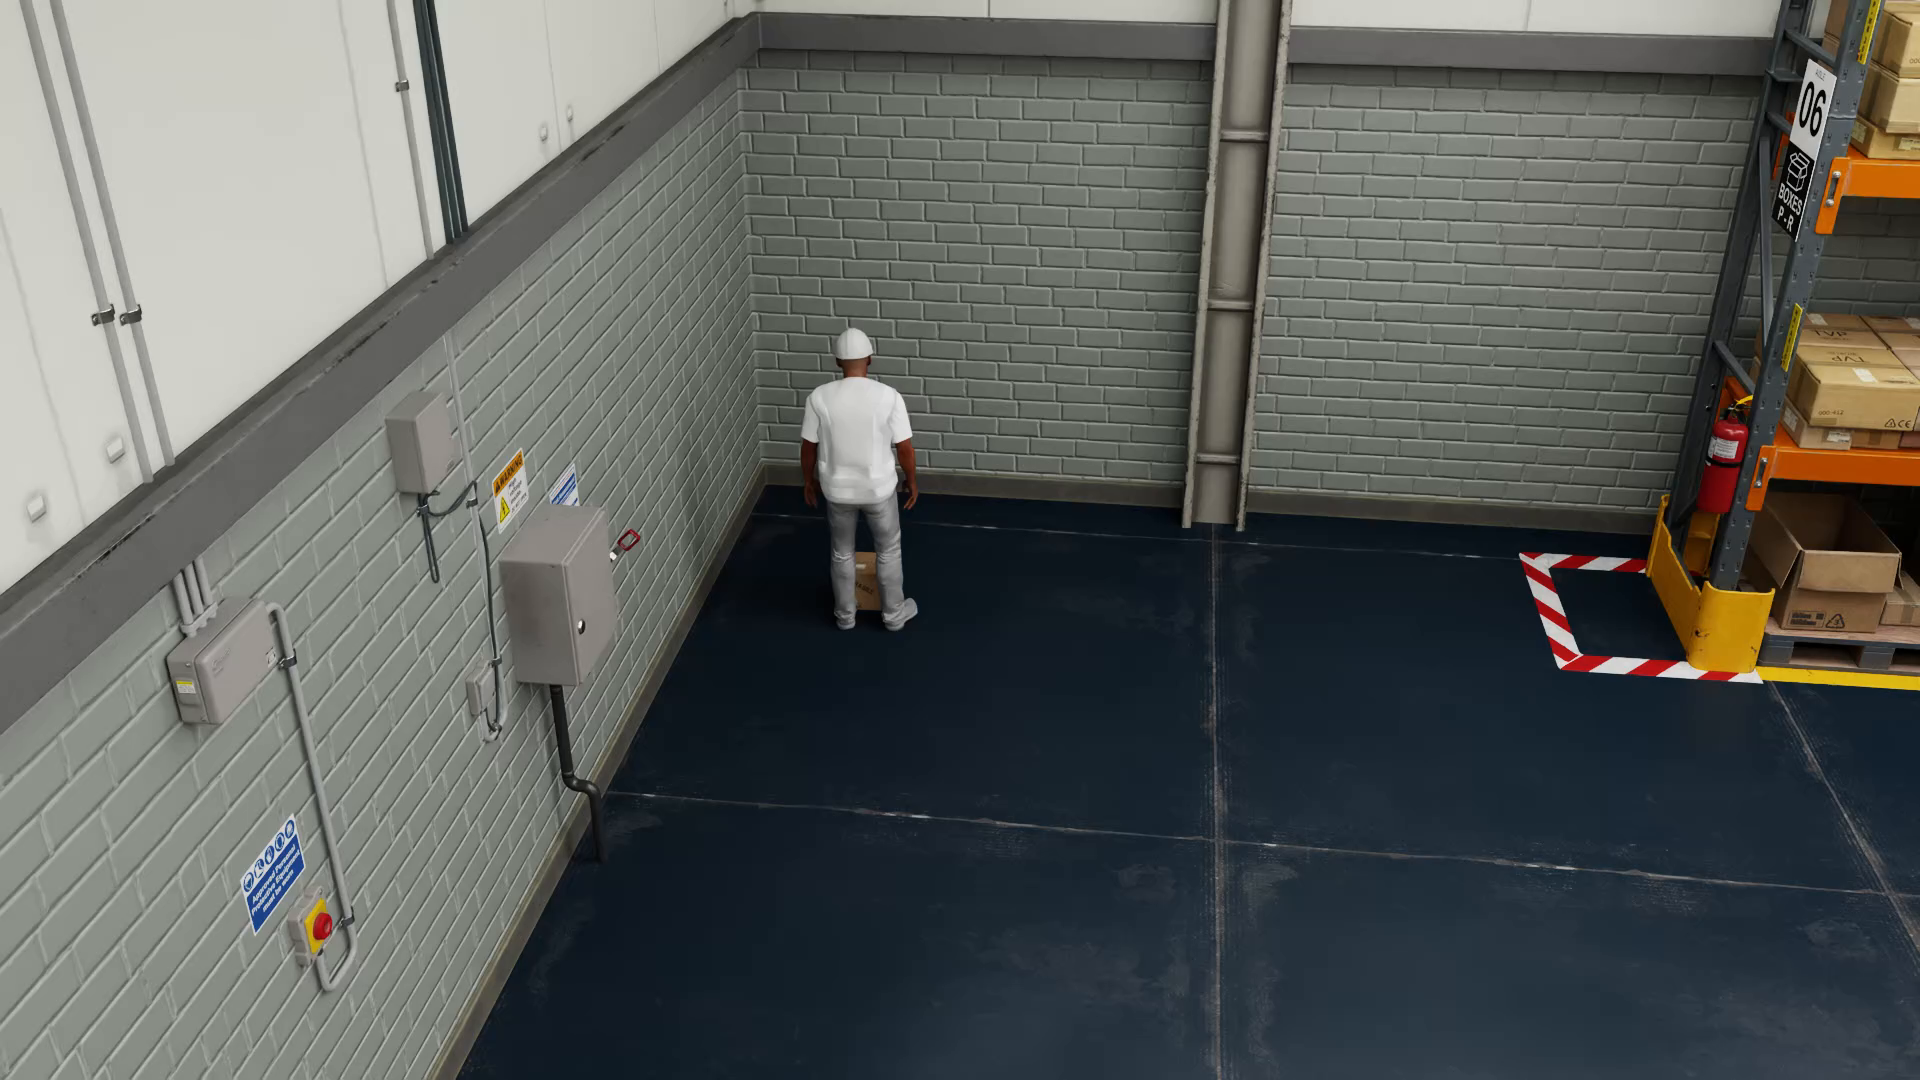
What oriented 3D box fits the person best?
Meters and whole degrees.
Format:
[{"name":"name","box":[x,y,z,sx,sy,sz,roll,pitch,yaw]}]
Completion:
[{"name":"person","box":[-0.553,-0.315,9.190,0.636,1.761,0.454,2,28,4]}]
